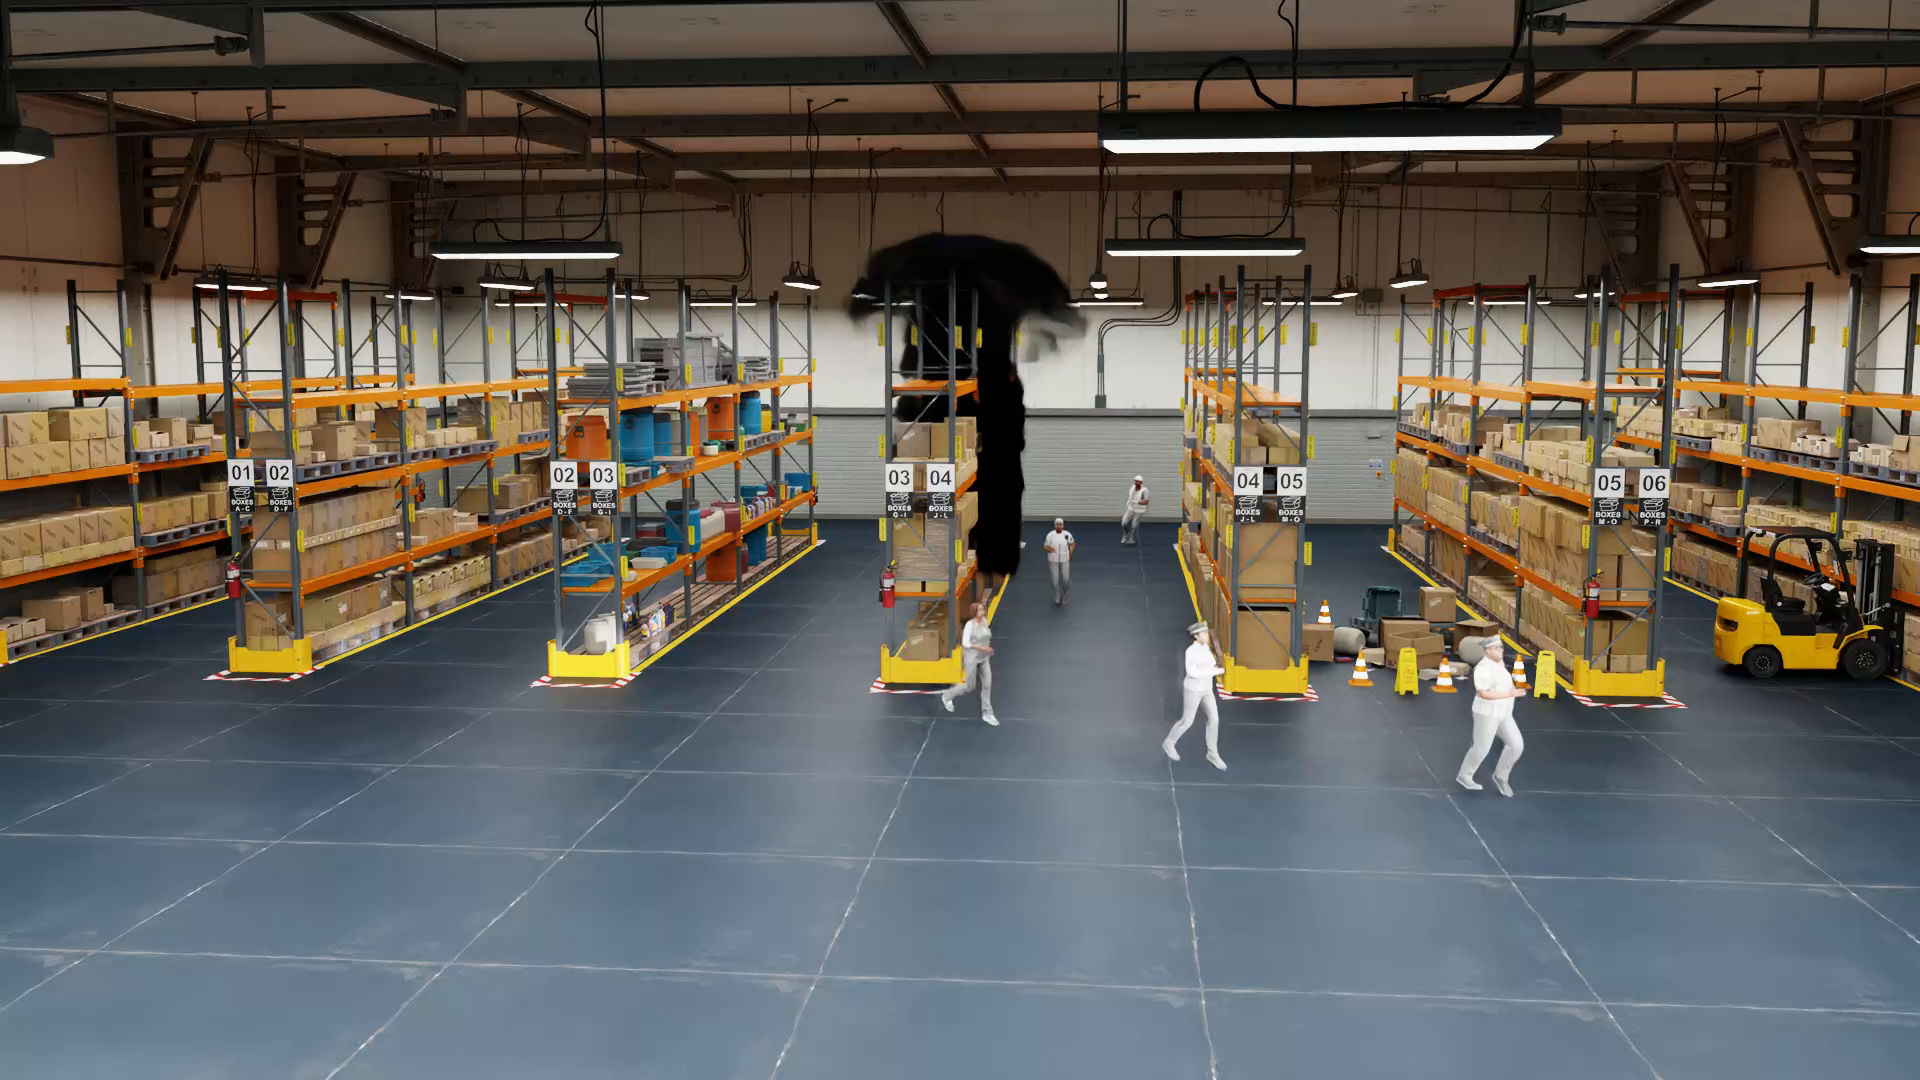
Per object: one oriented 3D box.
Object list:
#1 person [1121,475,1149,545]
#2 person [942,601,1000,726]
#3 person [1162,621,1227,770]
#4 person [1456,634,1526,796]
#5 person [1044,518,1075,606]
[{"bbox_3d":[4.191,-0.706,39.930,0.801,1.714,0.592,5,9,37],"label":"person"},{"bbox_3d":[0.176,1.585,21.733,0.873,1.600,0.550,6,9,42],"label":"person"},{"bbox_3d":[2.751,1.796,19.476,0.806,1.747,0.612,6,9,40],"label":"person"},{"bbox_3d":[5.845,1.936,18.200,0.647,1.847,0.748,-6,9,-40],"label":"person"},{"bbox_3d":[1.866,0.423,31.063,0.587,1.660,0.610,0,7,1],"label":"person"}]
